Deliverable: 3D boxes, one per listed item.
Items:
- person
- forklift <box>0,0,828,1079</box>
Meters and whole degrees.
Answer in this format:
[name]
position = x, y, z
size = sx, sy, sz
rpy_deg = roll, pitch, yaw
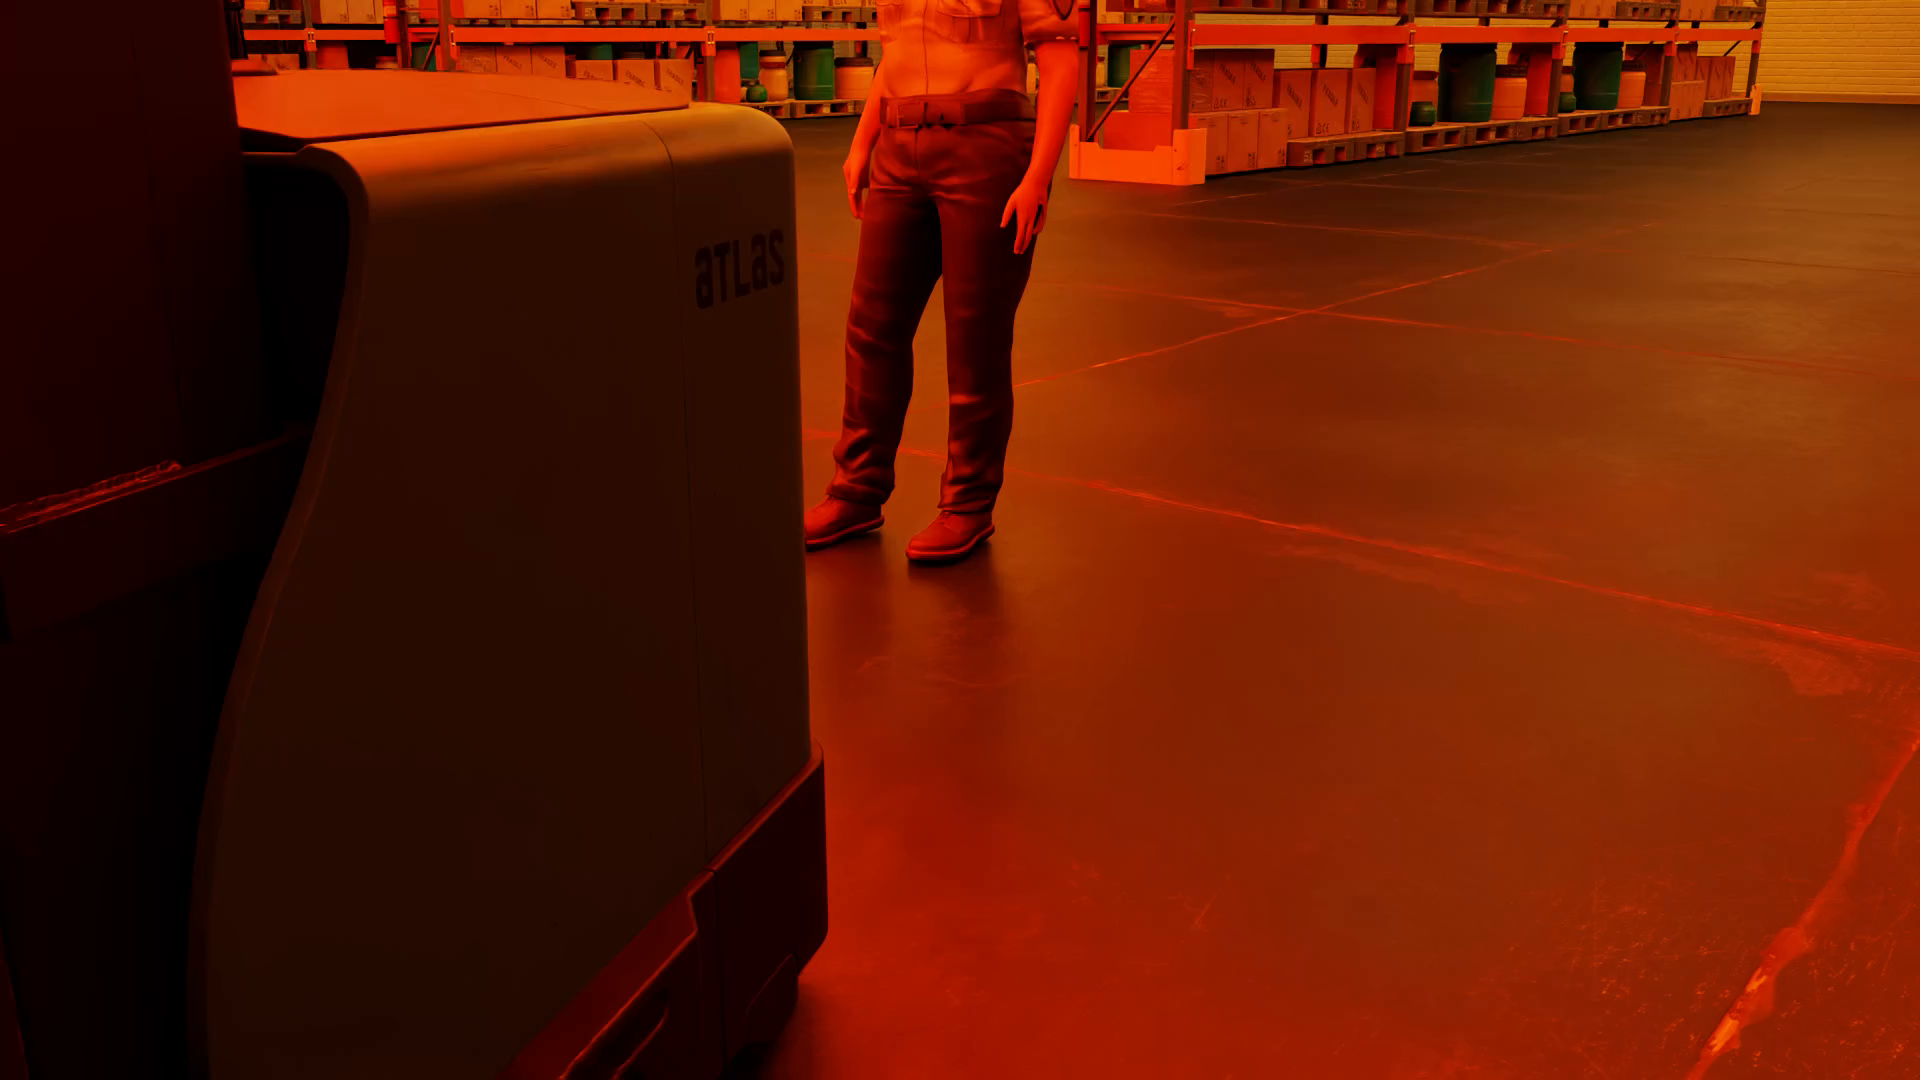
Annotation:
[person]
position = -0.075, -0.779, 3.648
size = 0.598, 1.651, 0.502
rpy_deg = 13, 21, 37
[forklift]
position = -1.107, -0.493, 0.521
size = 1.130, 2.935, 3.031
rpy_deg = 5, 18, 17
